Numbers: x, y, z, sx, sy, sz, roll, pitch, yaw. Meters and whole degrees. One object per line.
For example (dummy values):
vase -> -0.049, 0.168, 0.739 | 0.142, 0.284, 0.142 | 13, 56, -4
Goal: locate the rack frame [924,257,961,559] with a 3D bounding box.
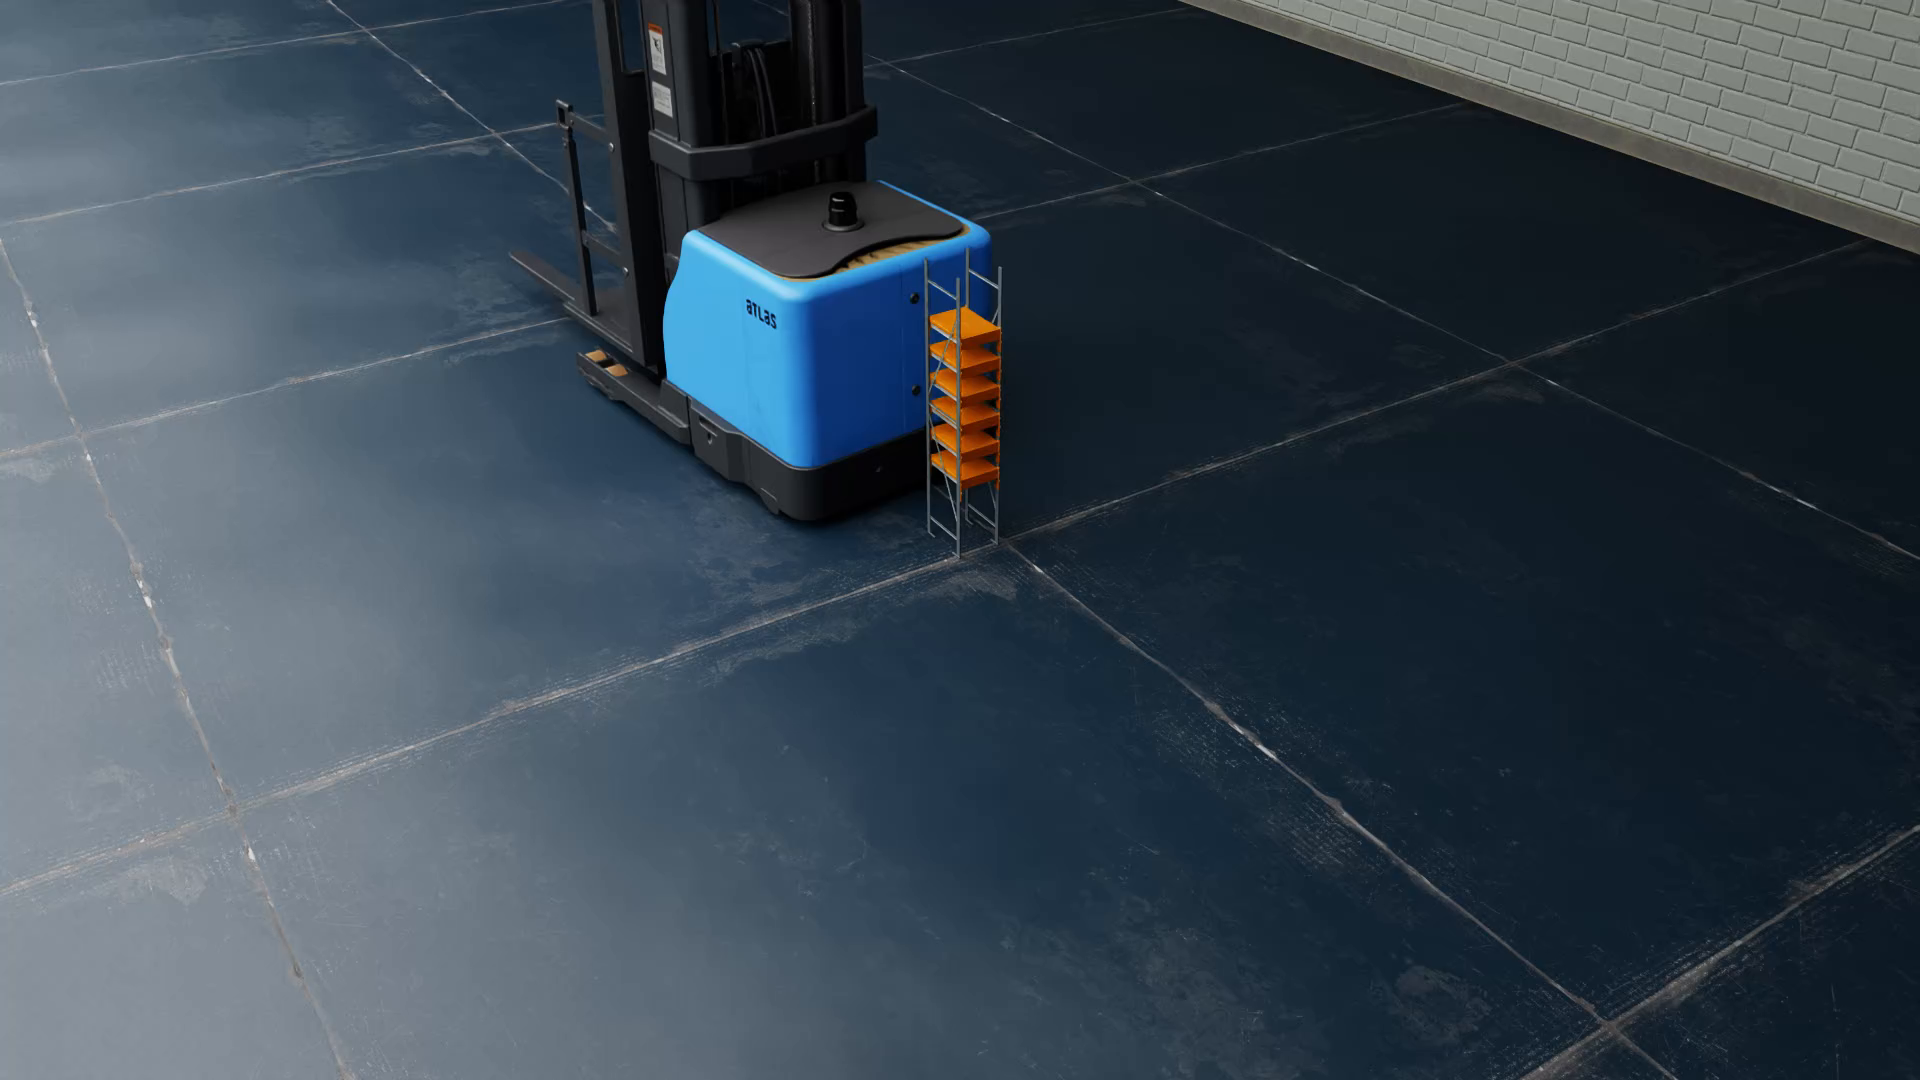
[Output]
rack frame -> -0.065, -0.485, 6.395 | 0.006, 1.200, 0.240 | -19, 37, -27

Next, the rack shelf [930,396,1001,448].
rack shelf -> 0.012, -0.474, 6.460 | 0.180, 0.103, 0.258 | -19, 37, -27

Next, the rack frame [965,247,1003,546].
rack frame -> 0.089, -0.538, 6.478 | 0.006, 1.200, 0.240 | -19, 37, -27

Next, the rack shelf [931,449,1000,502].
rack shelf -> 0.012, -0.271, 6.588 | 0.180, 0.103, 0.258 | -19, 37, -27

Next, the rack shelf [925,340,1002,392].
rack shelf -> 0.012, -0.677, 6.332 | 0.180, 0.103, 0.258 | -19, 37, -27

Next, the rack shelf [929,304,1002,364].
rack shelf -> 0.012, -0.779, 6.268 | 0.180, 0.103, 0.258 | -19, 37, -27

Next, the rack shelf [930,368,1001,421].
rack shelf -> 0.012, -0.576, 6.396 | 0.180, 0.103, 0.258 | -19, 37, -27

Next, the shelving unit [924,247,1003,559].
shelving unit -> 0.012, -0.512, 6.437 | 0.189, 1.200, 0.258 | -19, 37, -27

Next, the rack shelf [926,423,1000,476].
rack shelf -> 0.012, -0.373, 6.524 | 0.180, 0.103, 0.258 | -19, 37, -27

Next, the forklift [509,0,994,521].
forklift -> -1.164, -2.039, 7.235 | 1.130, 2.935, 3.031 | -23, 39, -32
